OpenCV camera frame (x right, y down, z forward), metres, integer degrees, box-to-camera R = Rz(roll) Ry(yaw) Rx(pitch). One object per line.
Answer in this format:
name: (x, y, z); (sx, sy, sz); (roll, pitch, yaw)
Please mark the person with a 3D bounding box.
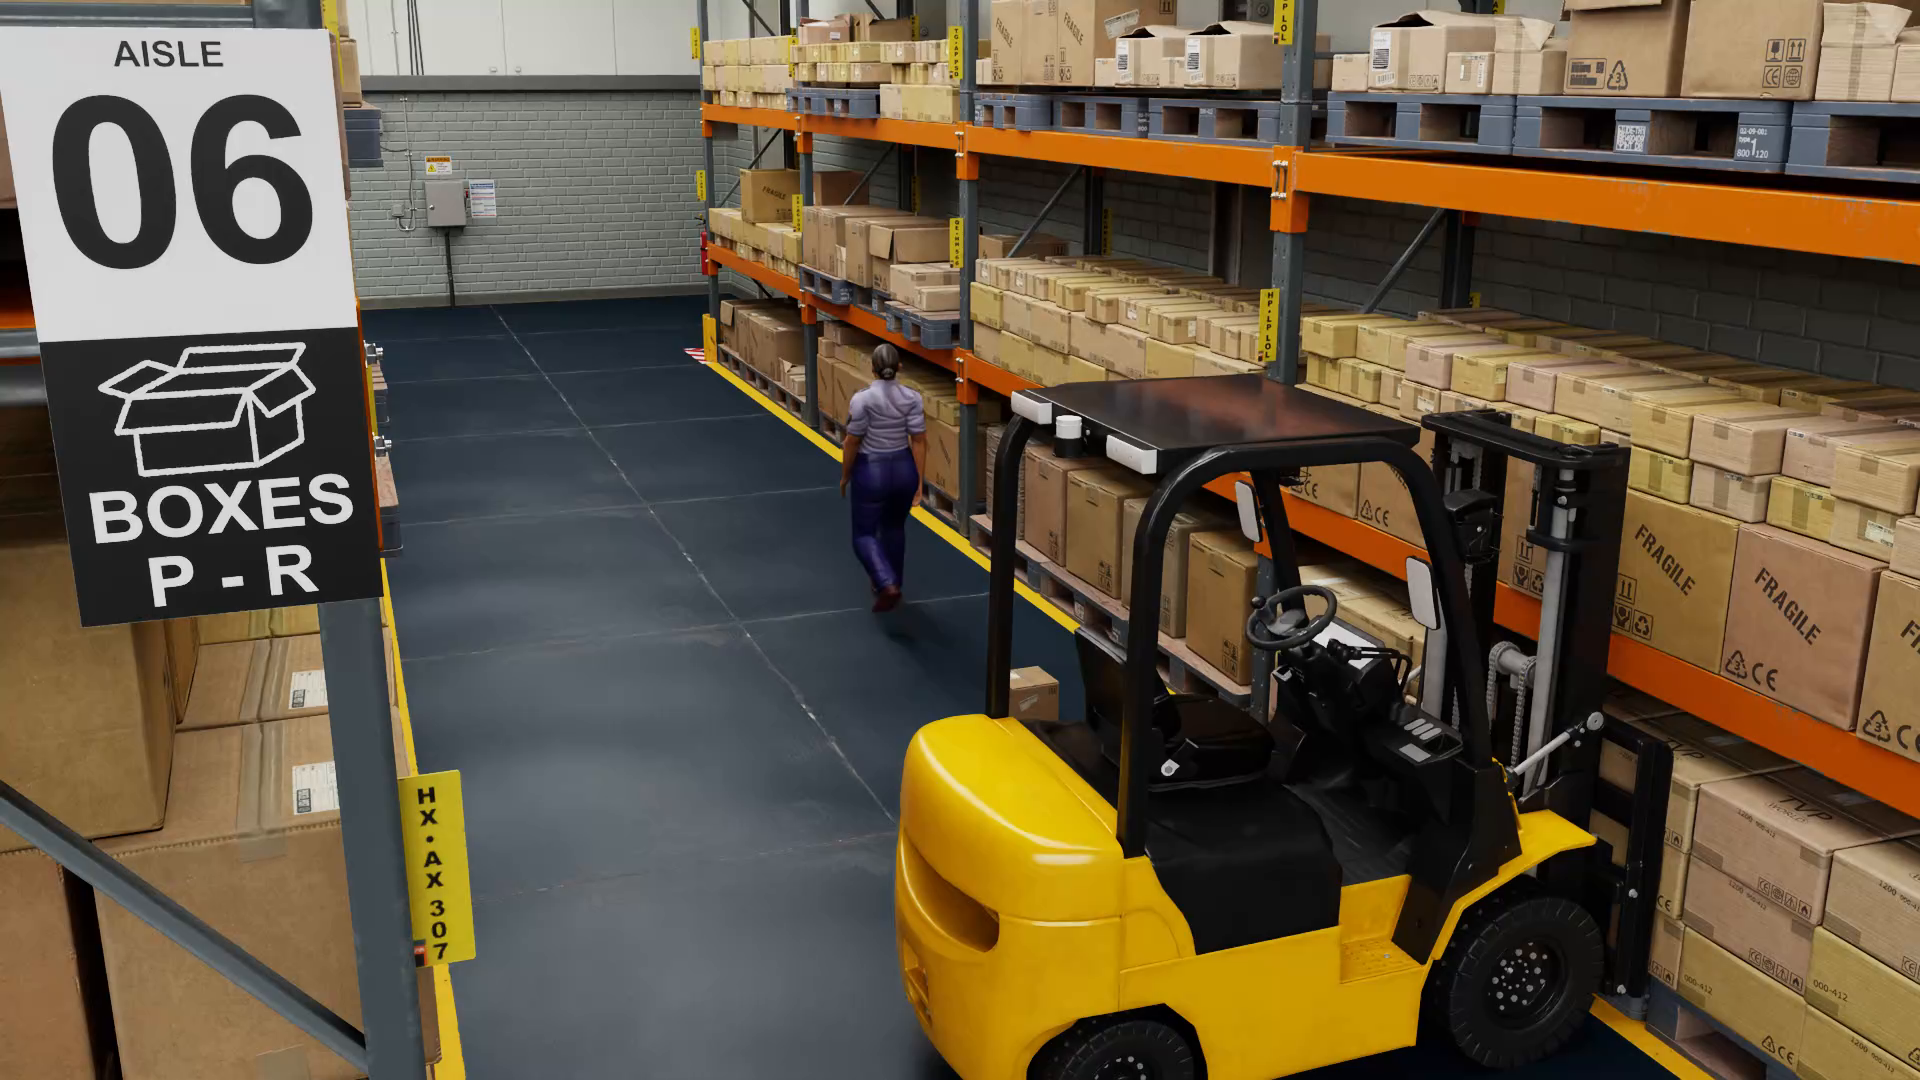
person: (-0.446, -0.361, 9.812); (0.480, 1.603, 0.836); (-7, 17, -23)
